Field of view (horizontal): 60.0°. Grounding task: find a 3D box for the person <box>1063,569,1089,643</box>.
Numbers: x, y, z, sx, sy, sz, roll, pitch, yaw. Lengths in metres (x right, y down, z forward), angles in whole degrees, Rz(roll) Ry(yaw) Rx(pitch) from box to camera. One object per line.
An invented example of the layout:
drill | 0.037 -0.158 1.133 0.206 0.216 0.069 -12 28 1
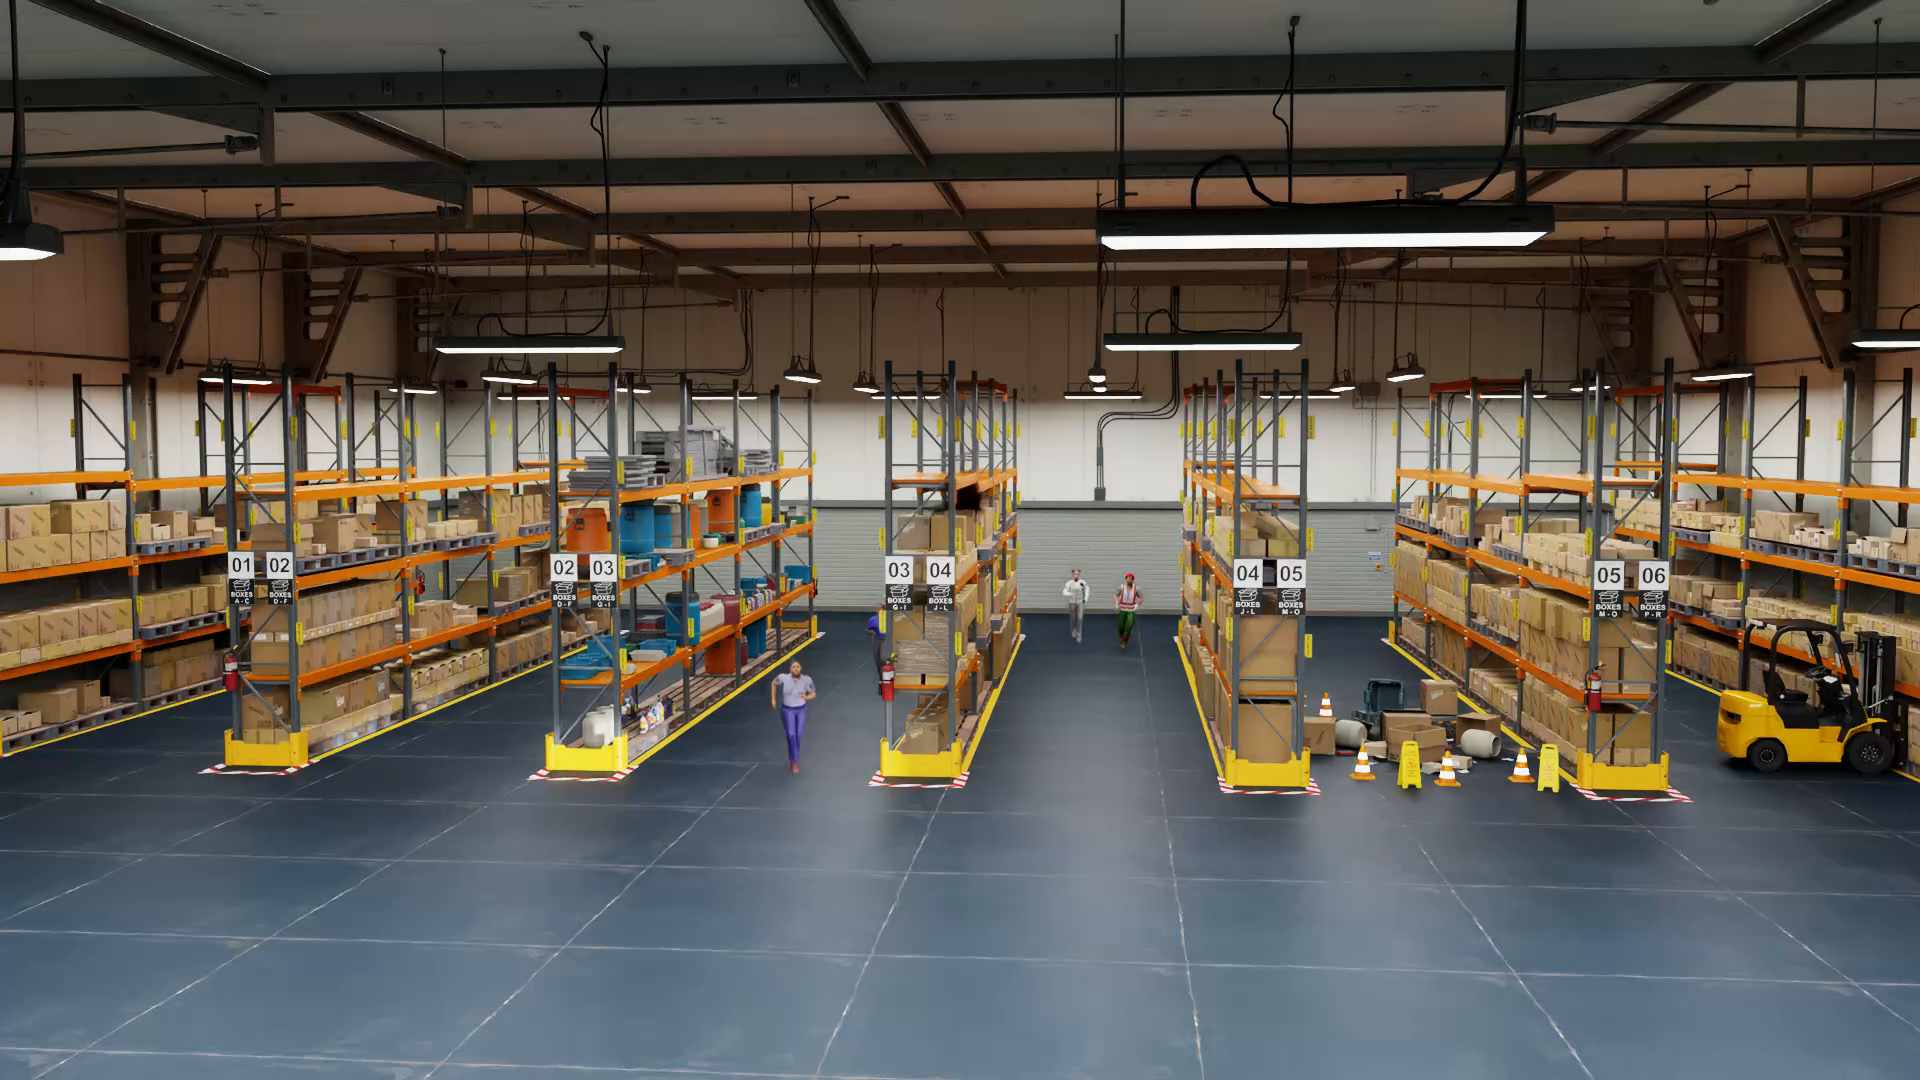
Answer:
person | 2.763 1.543 39.586 0.623 1.742 0.845 0 4 3

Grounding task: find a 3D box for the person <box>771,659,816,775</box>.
person | -2.451 2.583 24.537 0.627 1.691 0.833 -1 4 -14

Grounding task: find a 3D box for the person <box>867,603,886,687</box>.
person | -1.523 2.068 32.425 0.581 1.694 0.765 1 4 12

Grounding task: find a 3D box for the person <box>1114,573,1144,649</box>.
person | 3.883 1.624 38.272 0.681 1.741 0.623 1 4 10
